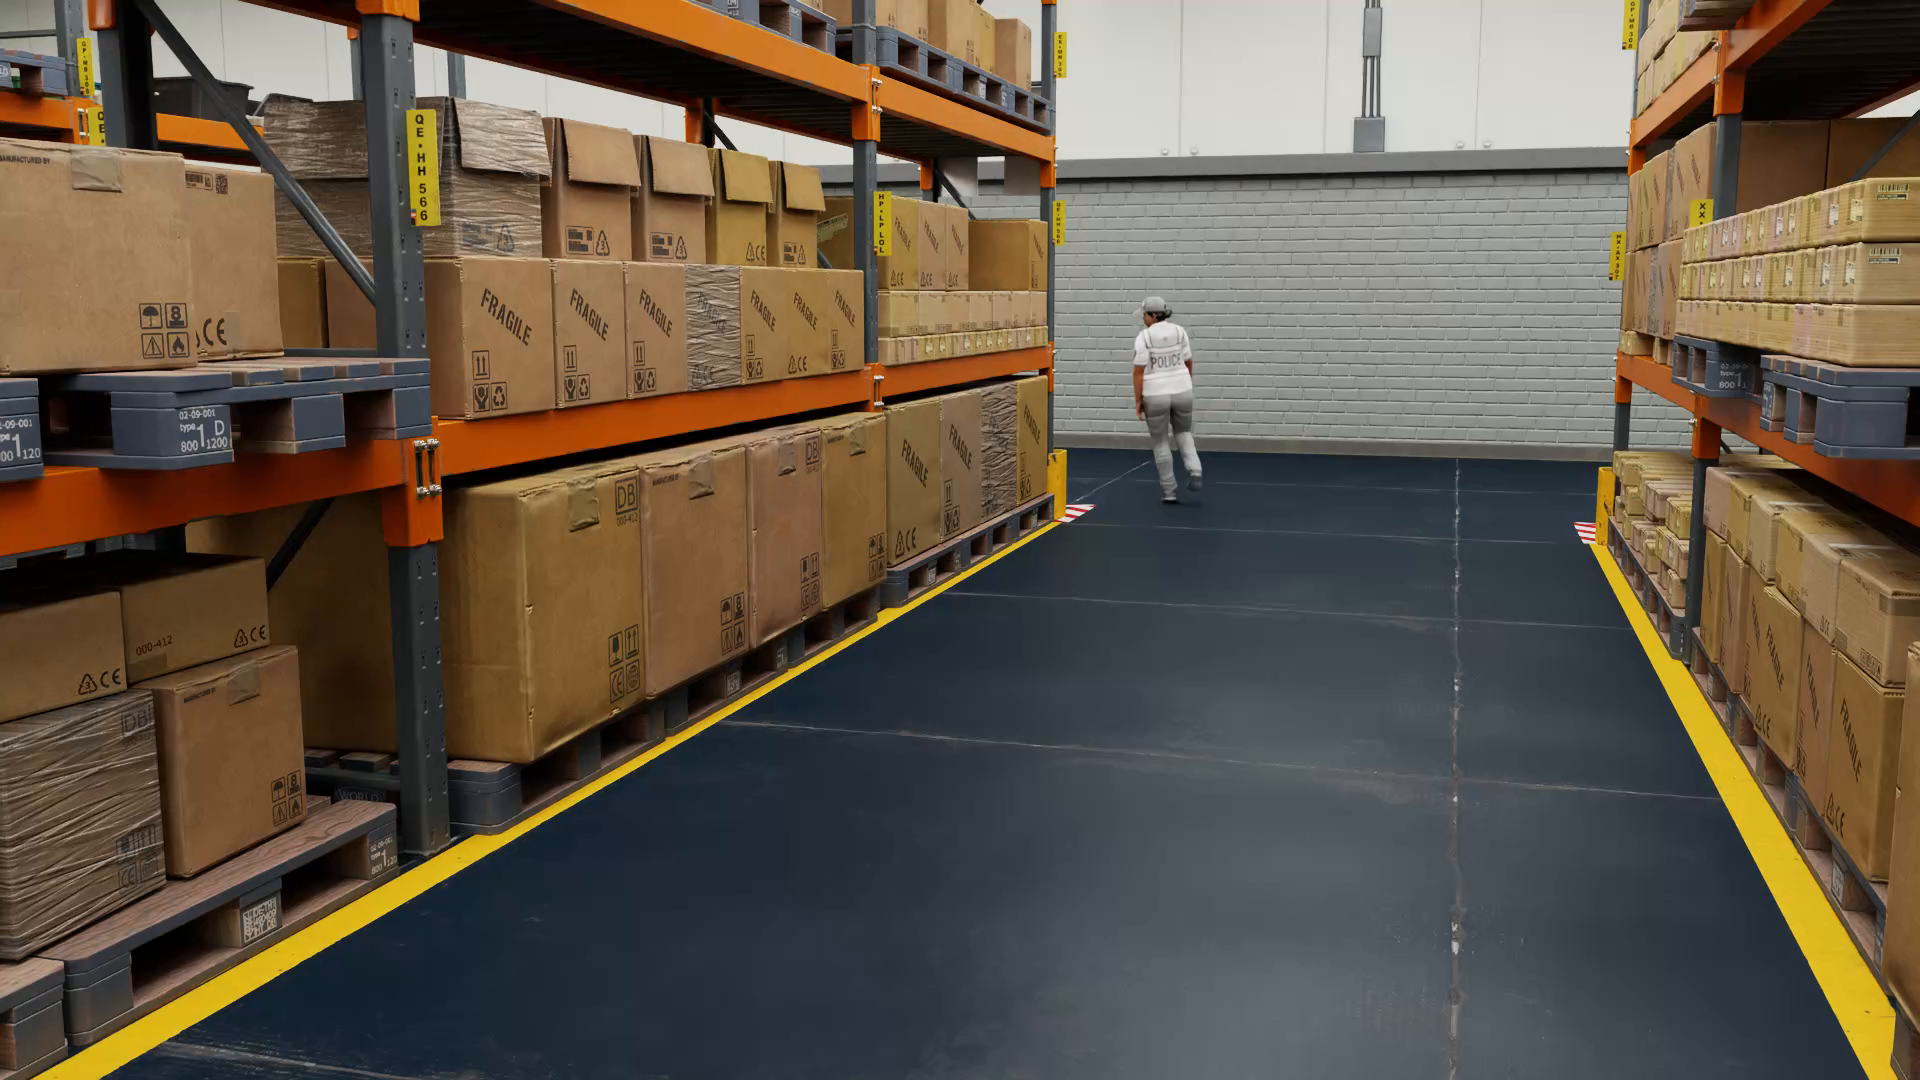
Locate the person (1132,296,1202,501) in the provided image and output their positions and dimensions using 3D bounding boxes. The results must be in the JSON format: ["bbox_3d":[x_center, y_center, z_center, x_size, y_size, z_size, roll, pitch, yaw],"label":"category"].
[{"bbox_3d":[1.659,-1.127,13.387,0.594,1.661,0.454,-2,9,-10],"label":"person"}]
